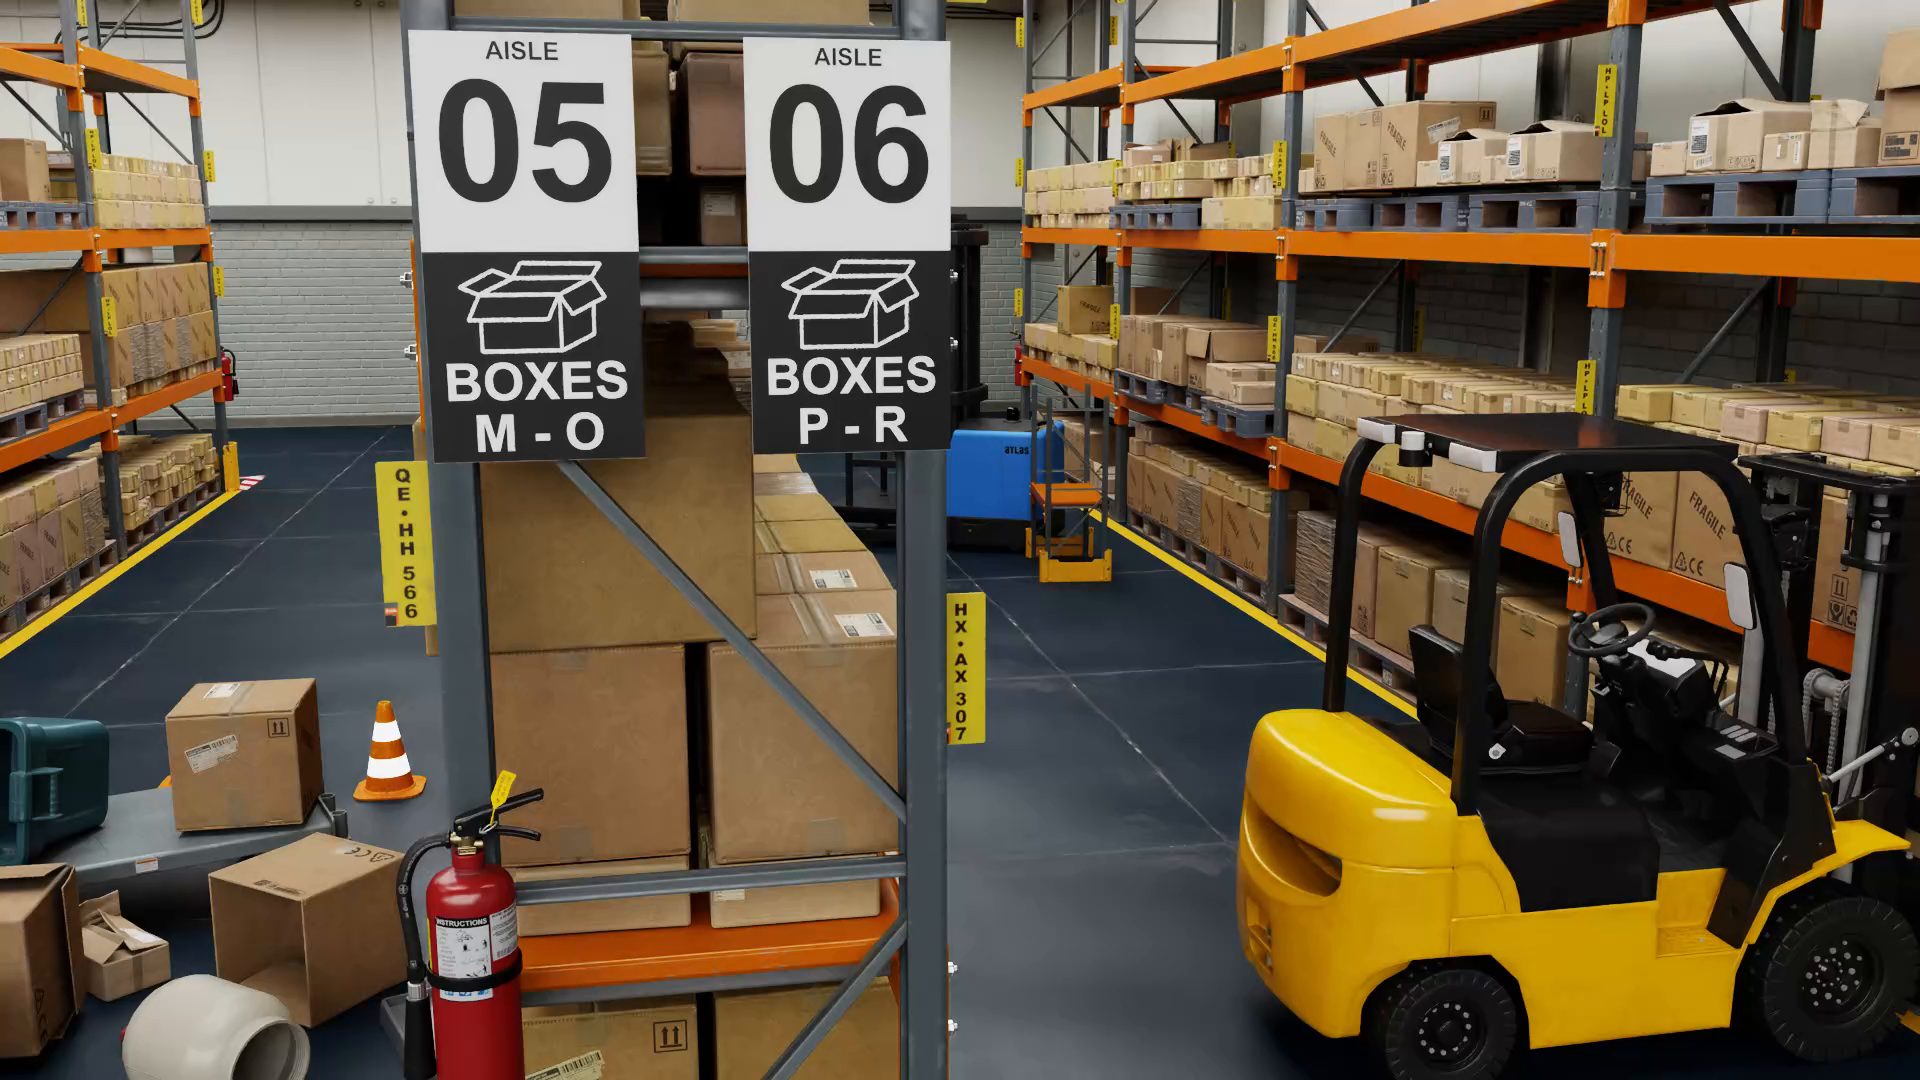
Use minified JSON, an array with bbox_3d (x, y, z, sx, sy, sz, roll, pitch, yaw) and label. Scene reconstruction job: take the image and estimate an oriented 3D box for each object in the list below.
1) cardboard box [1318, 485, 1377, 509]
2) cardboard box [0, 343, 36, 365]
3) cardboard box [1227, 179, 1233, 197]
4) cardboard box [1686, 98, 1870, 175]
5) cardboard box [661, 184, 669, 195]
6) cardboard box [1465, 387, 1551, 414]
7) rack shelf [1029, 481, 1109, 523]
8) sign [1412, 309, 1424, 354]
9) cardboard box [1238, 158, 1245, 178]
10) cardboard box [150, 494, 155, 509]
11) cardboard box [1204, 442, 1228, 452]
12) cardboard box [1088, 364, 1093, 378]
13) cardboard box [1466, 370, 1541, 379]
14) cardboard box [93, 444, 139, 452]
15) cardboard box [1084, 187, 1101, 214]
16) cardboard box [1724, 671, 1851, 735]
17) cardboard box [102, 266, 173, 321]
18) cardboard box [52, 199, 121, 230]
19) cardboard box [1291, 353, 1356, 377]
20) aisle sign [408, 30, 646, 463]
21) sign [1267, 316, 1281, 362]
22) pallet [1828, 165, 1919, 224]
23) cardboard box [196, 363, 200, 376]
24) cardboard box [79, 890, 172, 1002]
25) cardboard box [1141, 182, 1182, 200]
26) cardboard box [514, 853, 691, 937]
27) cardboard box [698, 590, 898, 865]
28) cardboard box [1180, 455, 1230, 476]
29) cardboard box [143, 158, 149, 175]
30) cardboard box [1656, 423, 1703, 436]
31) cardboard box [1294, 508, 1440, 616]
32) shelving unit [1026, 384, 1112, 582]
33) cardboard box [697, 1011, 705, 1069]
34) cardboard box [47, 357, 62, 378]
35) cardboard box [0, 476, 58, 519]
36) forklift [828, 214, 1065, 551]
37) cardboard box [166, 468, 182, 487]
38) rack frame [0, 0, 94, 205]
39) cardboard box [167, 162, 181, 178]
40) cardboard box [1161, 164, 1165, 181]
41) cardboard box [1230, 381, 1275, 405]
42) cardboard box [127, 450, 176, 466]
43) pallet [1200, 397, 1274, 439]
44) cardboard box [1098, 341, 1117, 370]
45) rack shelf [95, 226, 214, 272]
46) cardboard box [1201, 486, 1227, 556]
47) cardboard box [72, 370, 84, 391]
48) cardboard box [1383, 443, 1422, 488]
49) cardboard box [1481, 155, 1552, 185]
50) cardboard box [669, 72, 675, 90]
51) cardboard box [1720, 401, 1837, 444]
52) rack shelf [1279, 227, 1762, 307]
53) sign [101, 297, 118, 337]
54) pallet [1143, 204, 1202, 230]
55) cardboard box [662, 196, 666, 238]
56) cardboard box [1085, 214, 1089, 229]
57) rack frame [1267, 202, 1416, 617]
[{"bbox_3d":[2.988,-0.336,12.822,0.380,0.149,0.250,-2,11,-8],"label":"cardboard box"},{"bbox_3d":[-7.232,-1.405,12.566,0.380,0.149,0.250,-2,11,-13],"label":"cardboard box"},{"bbox_3d":[2.331,-2.773,13.111,0.380,0.149,0.250,-2,11,-11],"label":"cardboard box"},{"bbox_3d":[3.484,-1.722,7.103,0.500,0.311,0.500,-2,11,-10],"label":"cardboard box"},{"bbox_3d":[-0.772,-1.306,5.671,0.500,0.250,0.500,-2,11,-12],"label":"cardboard box"},{"bbox_3d":[3.032,-0.758,9.208,0.380,0.149,0.250,-2,11,-13],"label":"cardboard box"},{"bbox_3d":[0.901,-0.321,13.885,0.538,0.185,1.000,-1,11,-4],"label":"rack shelf"},{"bbox_3d":[3.328,-1.522,12.127,0.100,0.325,0.005,-2,11,-11],"label":"sign"},{"bbox_3d":[2.370,-2.874,12.843,0.380,0.149,0.250,-2,11,-12],"label":"cardboard box"},{"bbox_3d":[-7.790,-0.356,15.599,0.380,0.149,0.250,-3,11,-13],"label":"cardboard box"},{"bbox_3d":[2.472,-0.814,15.330,0.380,0.149,0.250,-2,11,-10],"label":"cardboard box"},{"bbox_3d":[1.525,-1.735,17.014,0.380,0.149,0.250,-2,11,-10],"label":"cardboard box"},{"bbox_3d":[3.363,-0.967,10.306,0.380,0.149,0.250,-2,11,-9],"label":"cardboard box"},{"bbox_3d":[-8.483,-0.870,16.709,0.380,0.149,0.250,-3,11,-14],"label":"cardboard box"},{"bbox_3d":[1.555,-3.386,16.602,0.500,0.250,0.500,-3,11,-13],"label":"cardboard box"},{"bbox_3d":[3.546,0.740,6.898,0.500,0.250,0.500,-2,11,-9],"label":"cardboard box"},{"bbox_3d":[-7.829,-2.347,15.819,0.500,0.500,0.500,-3,11,-13],"label":"cardboard box"},{"bbox_3d":[-7.529,-2.781,14.216,0.500,0.250,0.500,-2,11,-8],"label":"cardboard box"},{"bbox_3d":[2.557,-1.231,11.693,0.380,0.149,0.250,-2,11,-9],"label":"cardboard box"},{"bbox_3d":[-0.801,-0.539,3.107,0.394,0.787,0.004,-2,11,-11],"label":"aisle sign"},{"bbox_3d":[2.253,-1.441,11.912,0.100,0.325,0.005,-2,11,-11],"label":"sign"},{"bbox_3d":[3.987,-1.250,6.009,1.003,0.211,1.213,-2,11,-11],"label":"pallet"},{"bbox_3d":[-8.060,-1.755,17.118,0.380,0.149,0.250,-2,11,-12],"label":"cardboard box"},{"bbox_3d":[-3.253,1.553,6.380,0.396,0.266,0.258,9,14,38],"label":"cardboard box"},{"bbox_3d":[1.801,-3.061,14.570,0.380,0.149,0.250,-2,11,-10],"label":"cardboard box"},{"bbox_3d":[-0.811,0.779,3.808,0.380,0.149,0.250,-2,11,-9],"label":"cardboard box"},{"bbox_3d":[-0.349,0.424,3.938,0.500,0.500,0.500,-2,11,-12],"label":"cardboard box"},{"bbox_3d":[2.130,-0.650,14.472,0.380,0.149,0.250,-2,11,-9],"label":"cardboard box"},{"bbox_3d":[-7.790,-3.480,15.487,0.380,0.149,0.250,-2,11,-13],"label":"cardboard box"},{"bbox_3d":[3.418,-0.451,7.595,0.380,0.149,0.250,-2,11,-10],"label":"cardboard box"},{"bbox_3d":[2.892,0.143,11.705,0.875,0.625,0.625,-2,11,-9],"label":"cardboard box"},{"bbox_3d":[0.901,-0.499,13.860,0.587,1.500,1.083,-1,11,-4],"label":"shelving unit"},{"bbox_3d":[-0.625,1.509,5.530,0.500,0.250,0.500,-1,11,-7],"label":"cardboard box"},{"bbox_3d":[-7.329,-1.356,13.103,0.380,0.149,0.250,-2,11,-9],"label":"cardboard box"},{"bbox_3d":[-7.102,-0.314,12.436,0.500,0.250,0.500,-3,11,-14],"label":"cardboard box"},{"bbox_3d":[-0.604,-1.471,15.142,3.031,2.935,1.130,3,11,15],"label":"forklift"},{"bbox_3d":[-7.765,-0.598,16.078,0.380,0.149,0.250,-2,11,-10],"label":"cardboard box"},{"bbox_3d":[-7.698,-4.233,13.424,1.000,3.000,0.127,-2,11,-11],"label":"rack frame"},{"bbox_3d":[-7.963,-3.671,16.488,0.380,0.149,0.250,-2,11,-10],"label":"cardboard box"},{"bbox_3d":[1.946,-3.162,14.301,0.380,0.149,0.250,-2,11,-10],"label":"cardboard box"},{"bbox_3d":[2.280,-1.122,12.670,0.380,0.149,0.250,-2,11,-10],"label":"cardboard box"},{"bbox_3d":[-7.920,-0.790,16.286,0.380,0.149,0.250,-3,11,-13],"label":"cardboard box"},{"bbox_3d":[2.583,-0.960,12.784,1.213,0.211,1.003,-2,11,-11],"label":"pallet"},{"bbox_3d":[1.667,-1.823,16.411,0.500,0.250,0.500,-2,11,-10],"label":"cardboard box"},{"bbox_3d":[-8.087,-2.773,15.699,1.077,0.370,4.000,-2,11,-11],"label":"rack shelf"},{"bbox_3d":[2.299,-0.168,13.675,0.500,0.500,0.500,-2,11,-9],"label":"cardboard box"},{"bbox_3d":[-7.427,-1.303,13.625,0.380,0.149,0.250,-2,11,-12],"label":"cardboard box"},{"bbox_3d":[2.930,-0.487,10.185,0.500,0.250,0.500,-2,11,-9],"label":"cardboard box"},{"bbox_3d":[3.050,-1.995,8.968,0.380,0.149,0.250,-2,11,-11],"label":"cardboard box"},{"bbox_3d":[-0.813,-1.519,5.724,0.380,0.149,0.250,-2,11,-12],"label":"cardboard box"},{"bbox_3d":[3.480,-0.501,7.063,0.380,0.149,0.250,-2,11,-10],"label":"cardboard box"},{"bbox_3d":[3.173,-1.686,9.986,1.077,0.370,4.000,-2,11,-11],"label":"rack shelf"},{"bbox_3d":[-7.155,-1.876,13.987,0.100,0.325,0.005,-2,11,-11],"label":"sign"},{"bbox_3d":[2.268,-2.735,14.077,1.213,0.211,1.003,-2,11,-11],"label":"pallet"},{"bbox_3d":[-0.907,-1.177,6.062,0.380,0.149,0.250,-3,11,-13],"label":"cardboard box"},{"bbox_3d":[1.491,-3.261,17.011,0.380,0.149,0.250,-2,11,-9],"label":"cardboard box"},{"bbox_3d":[2.784,-0.932,12.126,1.000,3.000,0.127,-2,11,-11],"label":"rack frame"}]
